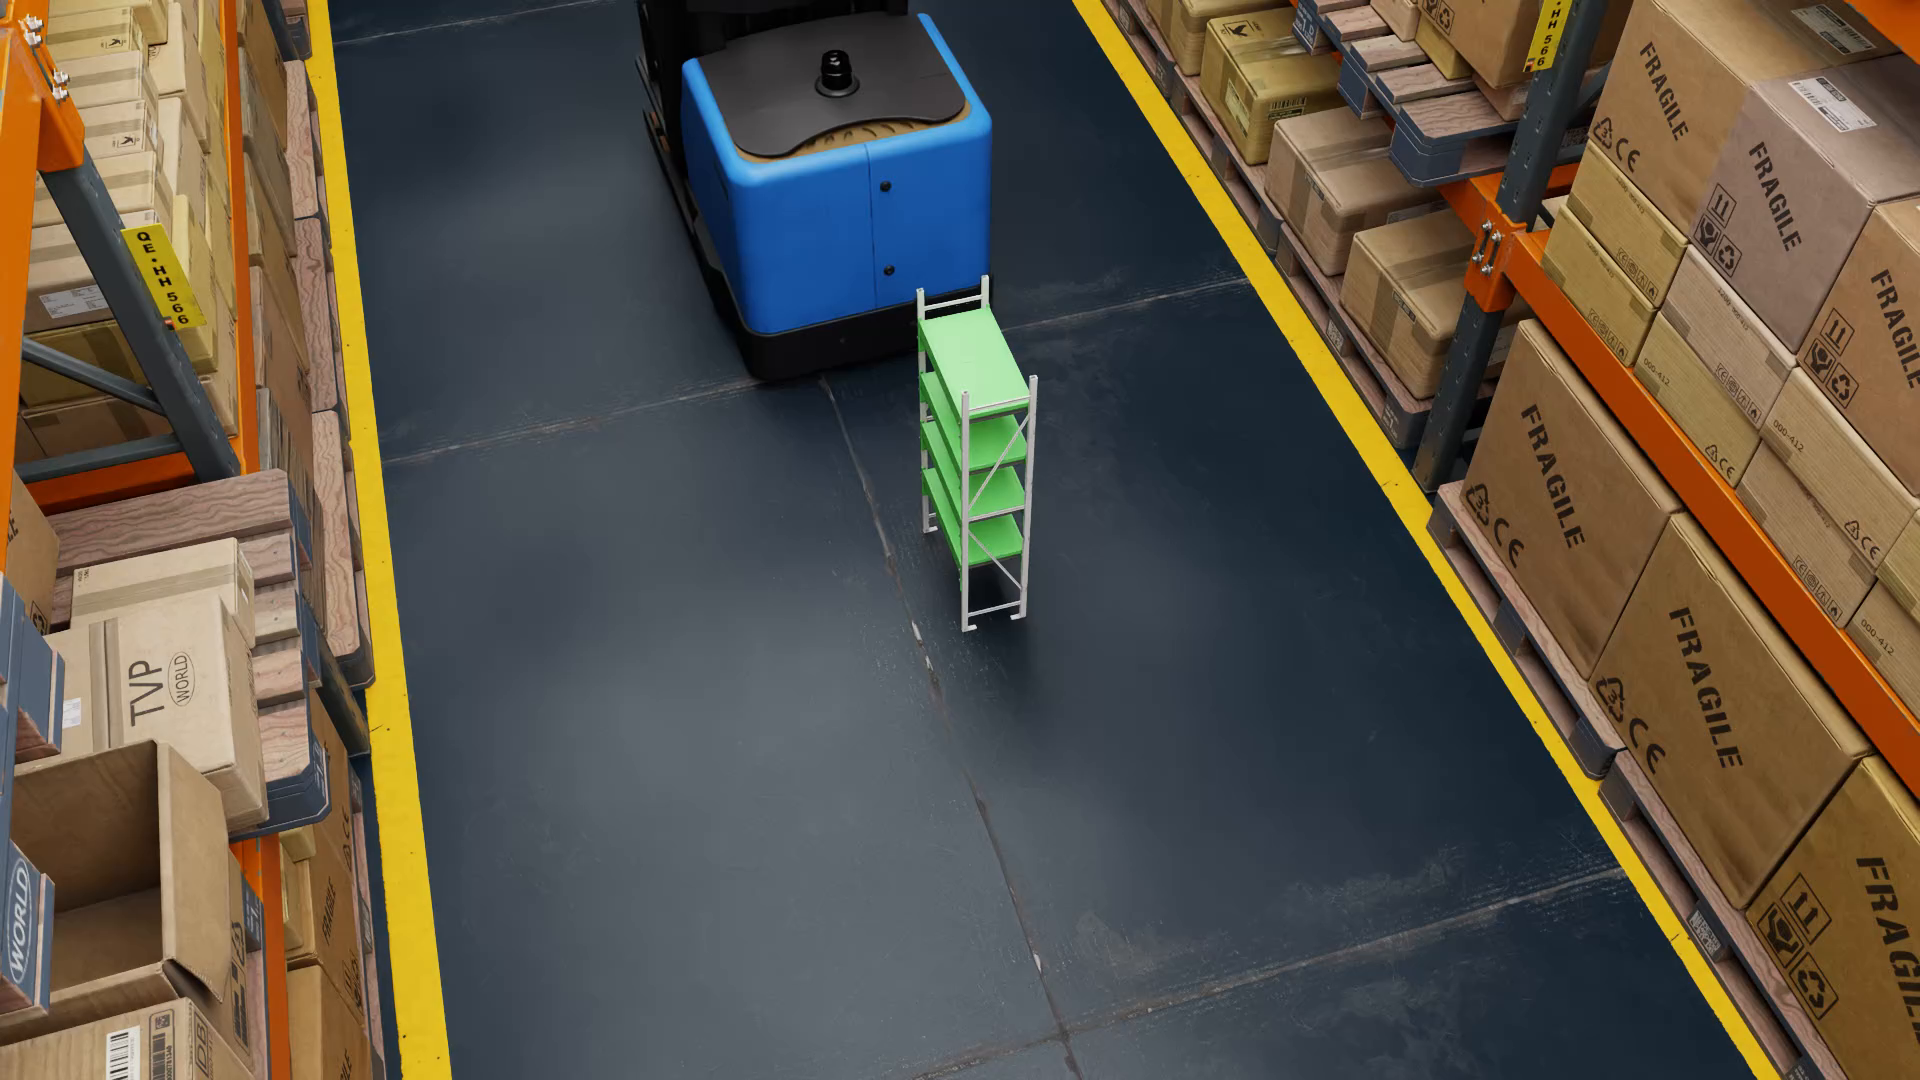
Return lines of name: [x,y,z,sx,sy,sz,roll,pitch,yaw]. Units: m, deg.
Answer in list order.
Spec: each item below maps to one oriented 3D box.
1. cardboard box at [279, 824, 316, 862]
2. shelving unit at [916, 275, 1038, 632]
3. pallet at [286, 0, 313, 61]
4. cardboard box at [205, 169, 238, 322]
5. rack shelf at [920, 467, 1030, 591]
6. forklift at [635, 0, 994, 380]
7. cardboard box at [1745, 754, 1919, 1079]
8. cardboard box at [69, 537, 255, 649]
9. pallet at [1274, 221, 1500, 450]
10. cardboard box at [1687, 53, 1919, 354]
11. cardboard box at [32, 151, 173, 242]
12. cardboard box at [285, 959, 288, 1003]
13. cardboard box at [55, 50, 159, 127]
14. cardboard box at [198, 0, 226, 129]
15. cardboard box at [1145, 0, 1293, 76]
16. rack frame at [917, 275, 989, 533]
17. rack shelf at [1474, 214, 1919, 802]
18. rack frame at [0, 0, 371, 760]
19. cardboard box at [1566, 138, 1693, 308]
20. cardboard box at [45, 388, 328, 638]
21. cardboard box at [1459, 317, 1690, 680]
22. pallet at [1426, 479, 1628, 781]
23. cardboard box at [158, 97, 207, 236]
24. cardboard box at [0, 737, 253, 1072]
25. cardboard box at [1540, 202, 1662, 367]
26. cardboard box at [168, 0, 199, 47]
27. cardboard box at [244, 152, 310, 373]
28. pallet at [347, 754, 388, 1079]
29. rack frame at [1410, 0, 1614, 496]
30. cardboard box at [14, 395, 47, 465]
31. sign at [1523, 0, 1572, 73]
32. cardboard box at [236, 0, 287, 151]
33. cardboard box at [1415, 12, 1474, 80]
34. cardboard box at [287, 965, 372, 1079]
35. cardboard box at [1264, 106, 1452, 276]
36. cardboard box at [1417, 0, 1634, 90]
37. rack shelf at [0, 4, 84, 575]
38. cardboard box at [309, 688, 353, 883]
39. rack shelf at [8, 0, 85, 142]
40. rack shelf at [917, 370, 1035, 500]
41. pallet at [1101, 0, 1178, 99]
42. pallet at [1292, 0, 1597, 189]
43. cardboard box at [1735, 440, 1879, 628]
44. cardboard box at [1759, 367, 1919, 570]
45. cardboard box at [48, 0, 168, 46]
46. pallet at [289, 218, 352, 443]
cardboard box: [-1.994,0.786,4.562,0.380,0.149,0.250,-16,52,-13]
shelving unit: [0.049,-0.266,5.689,0.258,1.200,0.503,-13,51,-11]
pallet: [-3.870,-2.784,8.459,1.003,0.211,1.213,-13,51,-11]
cardboard box: [-2.534,-0.871,5.120,0.500,0.250,0.500,-14,51,-12]
rack shelf: [0.049,-0.070,5.922,0.258,0.148,0.480,-13,51,-11]
forklift: [-0.834,-2.745,6.647,1.130,2.935,3.031,-15,52,-12]
cardboard box: [2.897,1.082,4.491,0.875,0.875,0.875,-12,51,-10]
cardboard box: [-1.931,0.167,4.037,0.380,0.149,0.250,-12,51,-10]
pallet: [2.019,-0.969,6.928,1.003,0.211,1.213,-13,51,-11]
cardboard box: [2.317,-0.875,4.306,0.500,0.500,0.500,-13,51,-11]
cardboard box: [-2.385,-0.907,4.563,0.380,0.149,0.250,-12,51,-10]
cardboard box: [-1.923,1.191,4.220,0.380,0.149,0.250,-12,51,-10]
cardboard box: [-2.575,-1.277,4.875,0.380,0.149,0.250,-13,51,-11]
cardboard box: [-2.845,-1.625,5.756,0.500,0.250,0.500,-12,51,-10]
cardboard box: [1.439,-2.599,7.923,0.950,0.372,0.625,-10,51,-9]
rack frame: [-0.023,-0.444,5.840,0.240,1.200,0.015,-13,51,-11]
rack shelf: [2.840,0.396,4.424,1.077,0.370,4.000,-13,51,-11]
rack frame: [-2.492,-0.171,4.432,1.000,3.000,0.127,-13,51,-11]
cardboard box: [2.162,-0.983,4.888,0.500,0.250,0.500,-14,51,-11]
cardboard box: [-2.663,0.000,5.566,0.875,0.625,0.625,-12,51,-10]
cardboard box: [2.373,-0.223,5.592,0.875,0.875,0.875,-14,51,-11]
pallet: [2.410,0.195,5.947,1.003,0.211,1.213,-13,51,-11]
cardboard box: [-2.537,-1.029,4.927,0.500,0.250,0.500,-12,51,-10]
cardboard box: [-1.833,0.811,3.263,0.797,0.503,0.637,-14,51,-12]
cardboard box: [2.153,-0.834,5.089,0.500,0.250,0.500,-14,51,-12]
cardboard box: [-2.850,-1.783,5.562,0.500,0.250,0.500,-13,51,-10]
cardboard box: [-3.063,-0.967,6.382,0.875,0.625,0.625,-15,52,-12]
pallet: [-2.307,1.281,5.032,1.003,0.211,1.213,-13,51,-11]
rack frame: [2.249,-1.296,5.381,1.000,3.000,0.127,-13,51,-11]
cardboard box: [-2.869,-0.393,4.718,0.500,0.250,0.500,-14,51,-12]
sign: [1.733,-1.514,4.859,0.100,0.325,0.005,-13,51,-11]
cardboard box: [-3.510,-2.084,7.324,0.875,0.625,0.625,-11,51,-9]
cardboard box: [1.778,-1.716,5.625,0.380,0.149,0.250,-13,51,-10]
cardboard box: [-1.866,1.509,4.376,0.500,0.500,0.500,-11,51,-9]
cardboard box: [1.865,-1.537,7.028,0.950,0.372,0.625,-14,51,-12]
cardboard box: [1.849,-1.829,5.295,0.500,0.500,0.500,-15,51,-12]
rack shelf: [-1.901,0.555,2.329,1.077,0.370,4.000,-13,51,-11]
cardboard box: [-2.162,0.759,5.008,0.500,0.500,0.500,-12,51,-10]
rack shelf: [-3.083,-2.367,4.792,1.077,0.370,4.000,-13,51,-11]
rack shelf: [0.049,-0.379,5.555,0.258,0.148,0.480,-13,51,-11]
pallet: [1.297,-2.751,8.431,1.003,0.211,1.213,-13,51,-11]
pallet: [1.936,-1.731,5.873,1.213,0.211,1.003,-13,51,-11]
cardboard box: [2.471,-0.078,4.452,0.500,0.250,0.500,-12,51,-10]
cardboard box: [2.450,-0.239,4.260,0.500,0.250,0.500,-13,51,-11]
cardboard box: [-2.697,-1.652,5.191,0.380,0.149,0.250,-12,51,-10]
pallet: [-3.055,-0.772,6.763,1.003,0.211,1.213,-13,51,-11]
